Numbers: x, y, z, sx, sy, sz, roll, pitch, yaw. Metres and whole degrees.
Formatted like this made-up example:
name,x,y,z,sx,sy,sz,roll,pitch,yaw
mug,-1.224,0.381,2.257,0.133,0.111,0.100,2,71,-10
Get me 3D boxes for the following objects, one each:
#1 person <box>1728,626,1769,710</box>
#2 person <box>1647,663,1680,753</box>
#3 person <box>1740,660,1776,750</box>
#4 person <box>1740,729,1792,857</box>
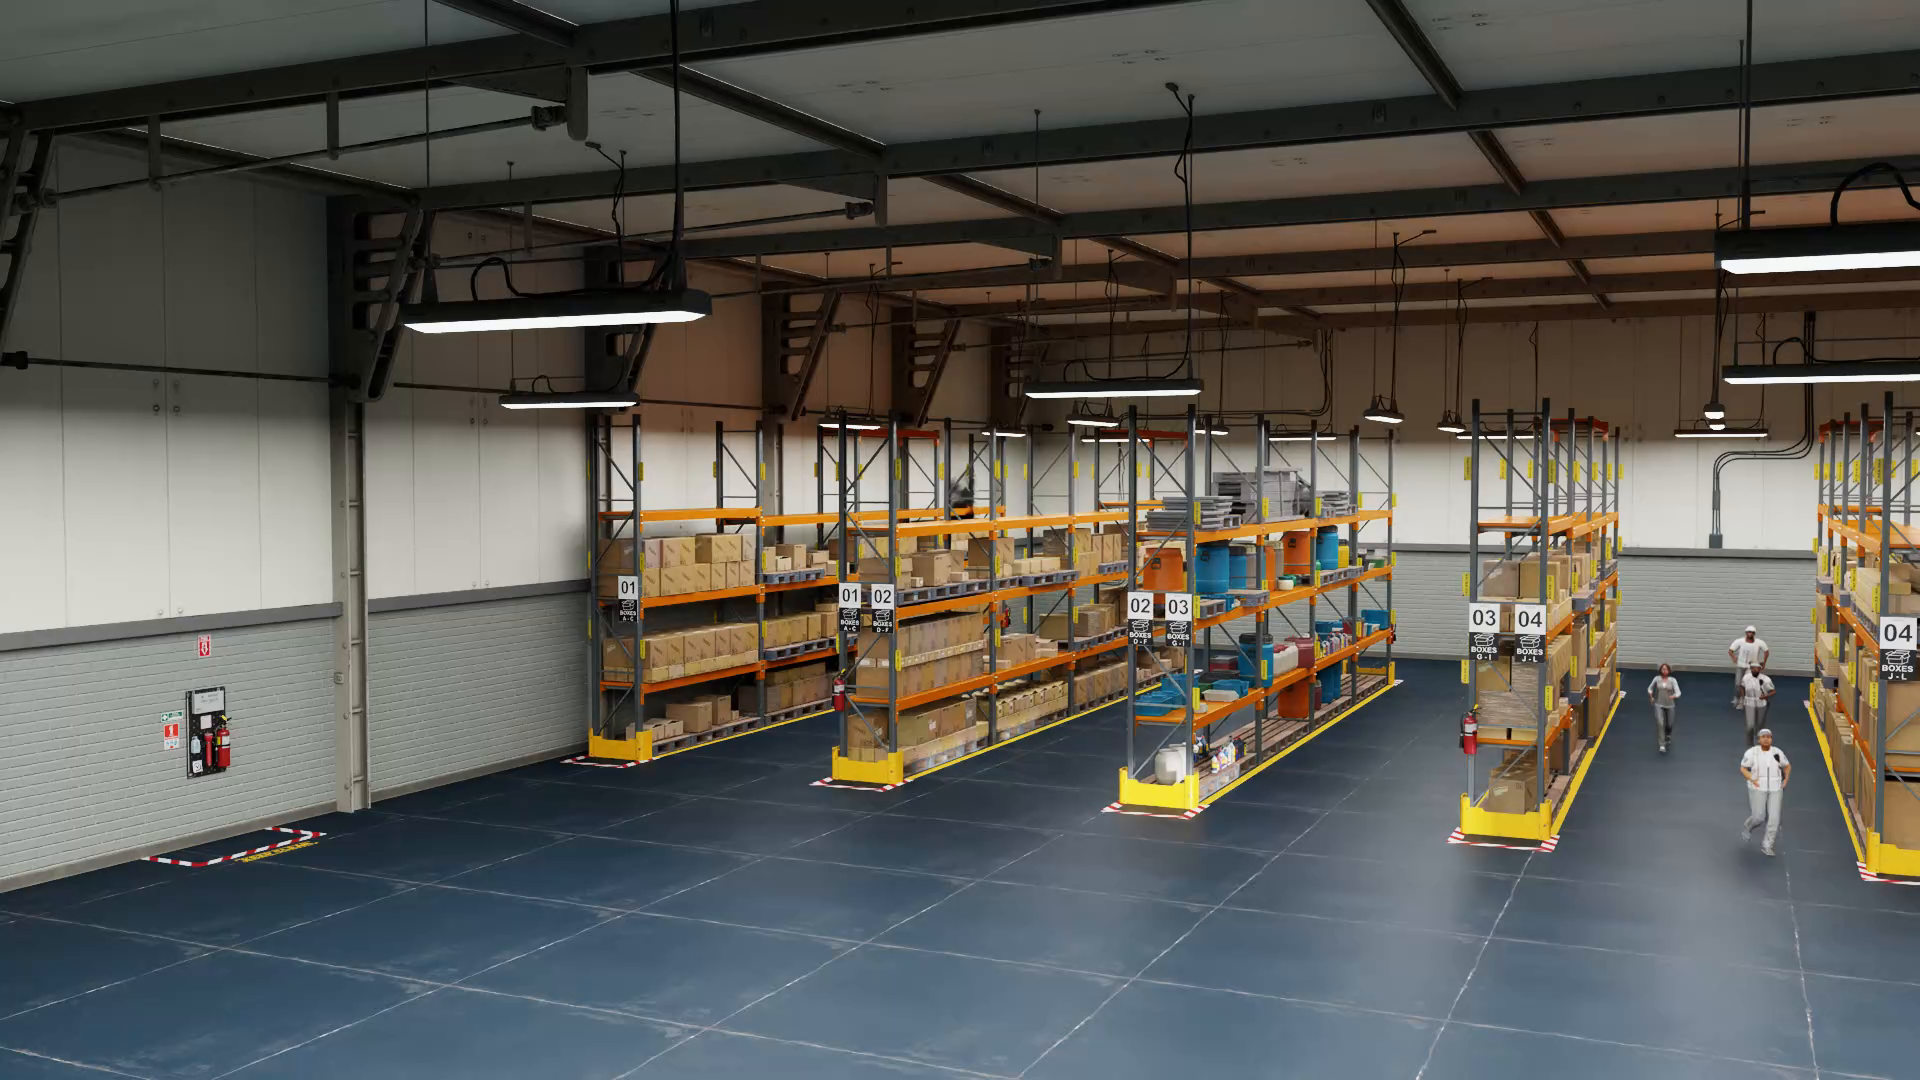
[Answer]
name,x,y,z,sx,sy,sz,roll,pitch,yaw
person,16.611,2.701,35.083,0.759,1.784,0.683,2,3,33
person,12.617,2.992,29.819,0.546,1.561,0.743,1,3,22
person,14.010,2.955,29.208,0.573,1.748,0.772,1,3,28
person,10.641,3.305,21.894,0.632,1.616,0.676,1,2,15
